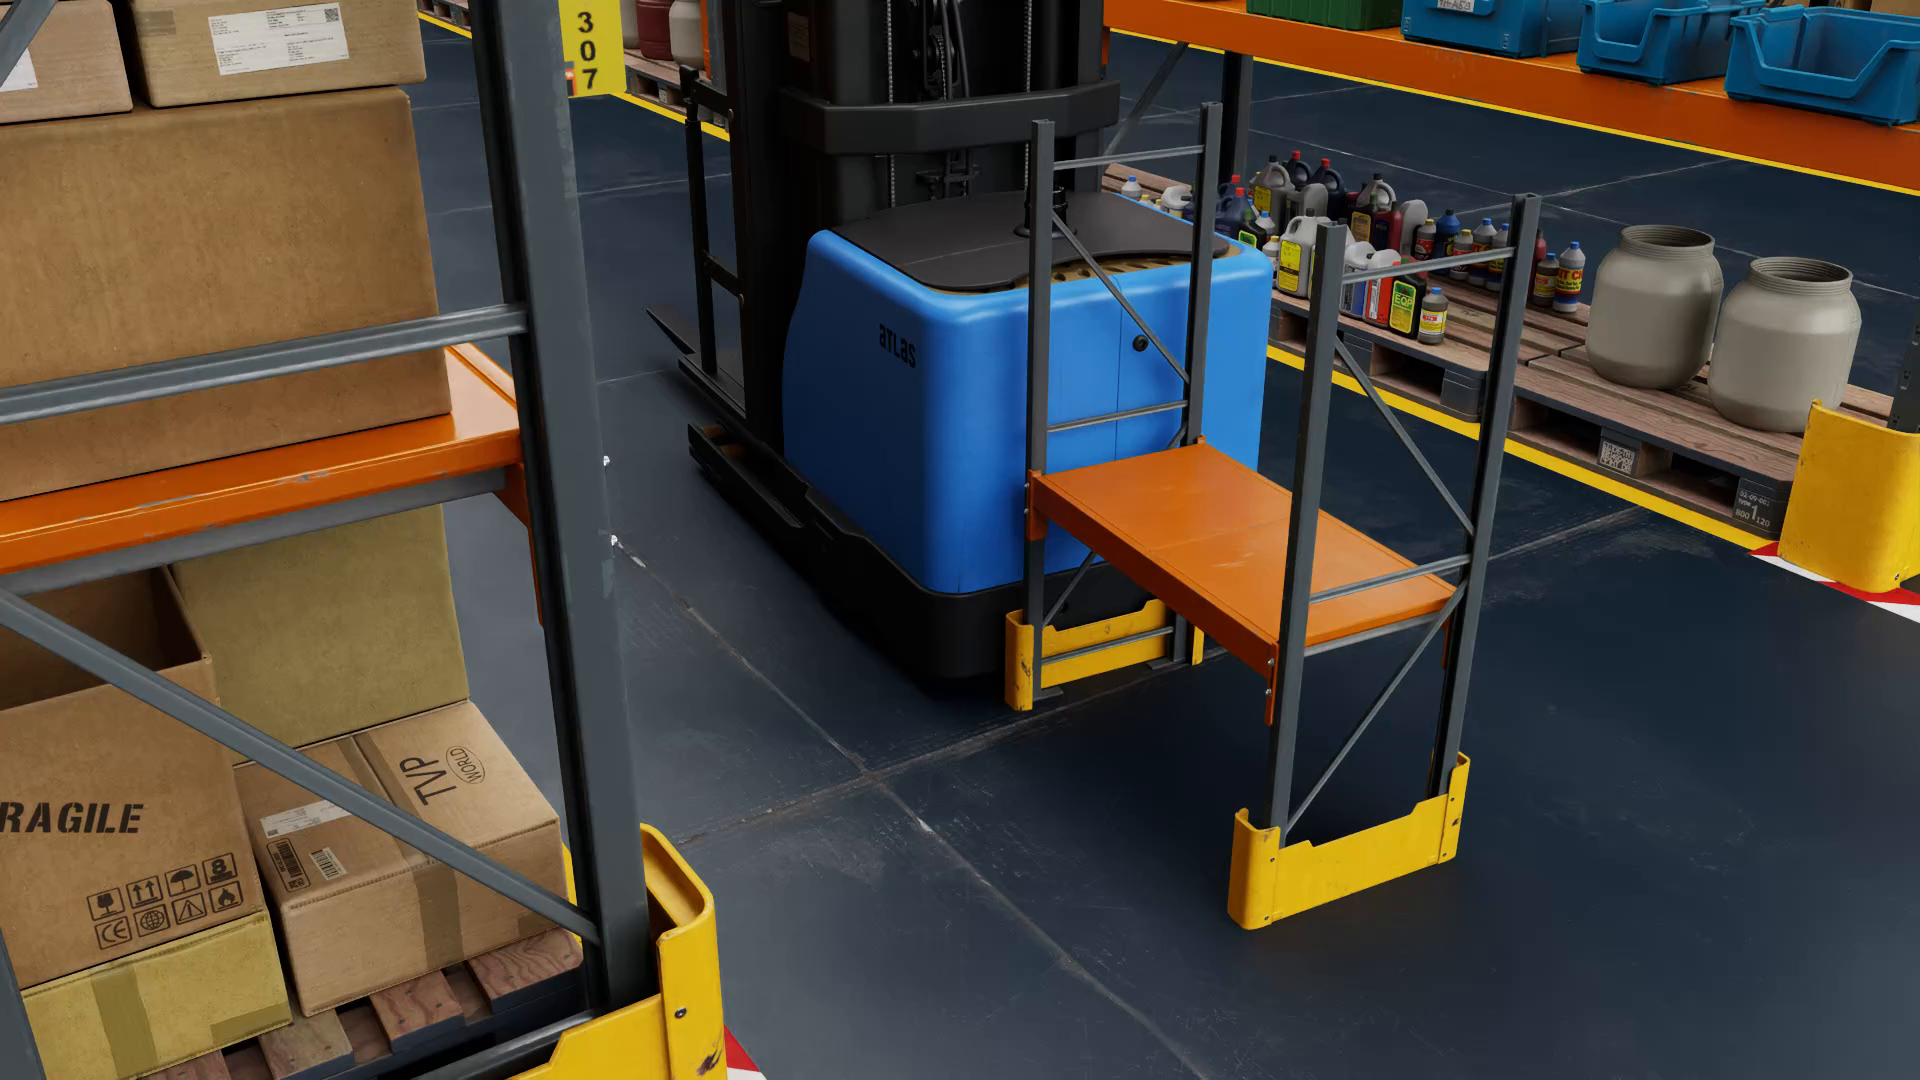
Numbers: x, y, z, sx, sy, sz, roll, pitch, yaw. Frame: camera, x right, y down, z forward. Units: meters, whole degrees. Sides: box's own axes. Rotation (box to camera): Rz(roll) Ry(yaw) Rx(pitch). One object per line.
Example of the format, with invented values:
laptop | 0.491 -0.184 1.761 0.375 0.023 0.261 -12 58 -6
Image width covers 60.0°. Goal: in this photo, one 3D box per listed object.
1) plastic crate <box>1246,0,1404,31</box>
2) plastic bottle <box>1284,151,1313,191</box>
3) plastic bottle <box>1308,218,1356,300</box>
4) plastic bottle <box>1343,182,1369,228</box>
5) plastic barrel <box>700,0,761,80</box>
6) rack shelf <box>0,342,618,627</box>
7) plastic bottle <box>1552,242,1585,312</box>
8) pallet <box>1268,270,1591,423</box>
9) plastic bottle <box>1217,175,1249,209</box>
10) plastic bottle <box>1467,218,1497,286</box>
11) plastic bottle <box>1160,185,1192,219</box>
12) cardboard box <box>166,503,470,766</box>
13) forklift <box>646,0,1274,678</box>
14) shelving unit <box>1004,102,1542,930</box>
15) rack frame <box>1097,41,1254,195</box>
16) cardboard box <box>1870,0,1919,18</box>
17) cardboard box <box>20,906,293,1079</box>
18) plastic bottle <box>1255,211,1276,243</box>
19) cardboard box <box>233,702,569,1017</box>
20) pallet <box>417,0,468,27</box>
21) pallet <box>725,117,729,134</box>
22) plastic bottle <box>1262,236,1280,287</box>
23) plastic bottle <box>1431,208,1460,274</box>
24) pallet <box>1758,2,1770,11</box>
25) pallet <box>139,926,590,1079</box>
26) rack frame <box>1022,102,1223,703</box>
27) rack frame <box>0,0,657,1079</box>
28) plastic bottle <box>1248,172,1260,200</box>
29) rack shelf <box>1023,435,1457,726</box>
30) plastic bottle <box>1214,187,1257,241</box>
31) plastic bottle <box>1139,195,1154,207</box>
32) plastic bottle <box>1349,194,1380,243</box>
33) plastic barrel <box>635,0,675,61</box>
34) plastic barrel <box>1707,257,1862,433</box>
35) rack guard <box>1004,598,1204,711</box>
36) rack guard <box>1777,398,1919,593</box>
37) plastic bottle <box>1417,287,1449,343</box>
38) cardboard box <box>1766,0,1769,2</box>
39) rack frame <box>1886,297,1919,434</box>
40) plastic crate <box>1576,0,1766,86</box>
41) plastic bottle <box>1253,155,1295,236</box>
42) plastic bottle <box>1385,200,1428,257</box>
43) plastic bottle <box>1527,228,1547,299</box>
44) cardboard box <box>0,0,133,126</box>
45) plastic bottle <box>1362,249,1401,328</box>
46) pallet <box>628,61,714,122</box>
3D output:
plastic crate | 1.490 -2.154 6.547 0.450 0.188 0.662 -16 29 -30
plastic bottle | 1.578 -1.639 7.795 0.144 0.351 0.185 -16 30 -31
plastic bottle | 1.515 -1.130 6.718 0.144 0.351 0.185 -14 29 -27
plastic bottle | 1.807 -1.491 7.561 0.061 0.283 0.133 -13 28 -26
plastic barrel | -1.480 -3.611 11.436 0.600 0.830 0.708 -16 29 -30
rack shelf | -2.075 -0.607 3.865 1.077 0.370 4.000 -16 29 -30
plastic bottle | 2.440 -1.056 6.655 0.097 0.271 0.097 0 25 0
pallet | 1.987 -0.853 6.810 1.003 0.211 1.213 -16 29 -30
plastic bottle | 1.199 -1.450 7.395 0.144 0.351 0.185 -16 29 -30
plastic bottle | 2.198 -1.215 6.990 0.097 0.271 0.097 0 25 0
plastic bottle | 0.991 -1.443 7.467 0.152 0.276 0.135 -14 29 -28
cardboard box | -1.364 0.075 3.427 0.500 0.500 0.500 -16 29 -30
forklift | -0.283 -1.562 5.126 1.130 2.935 3.031 -12 28 -24
shelving unit | 0.617 -0.115 3.736 0.587 1.500 1.083 -12 28 -24
rack frame | 0.985 -2.801 7.669 1.000 3.000 0.127 -16 29 -30
cardboard box | 8.408 -4.794 14.035 1.050 0.750 0.750 -16 29 -30
cardboard box | -1.524 0.714 2.954 0.500 0.250 0.500 -16 29 -30
plastic bottle | 1.293 -1.269 7.105 0.097 0.271 0.097 0 25 0
cardboard box | -1.090 0.593 3.210 0.500 0.250 0.500 -16 29 -30
pallet | -4.486 -5.092 15.789 1.003 0.211 1.213 -16 29 -30
pallet | -0.808 -2.684 10.689 1.003 0.211 1.213 -16 29 -30
plastic bottle | 1.316 -1.175 6.987 0.097 0.201 0.097 0 25 0
plastic bottle | 2.088 -1.287 7.144 0.097 0.271 0.097 0 25 0
pallet | 7.530 -4.945 15.478 1.003 0.211 1.213 -16 29 -30
pallet | -1.436 0.780 3.350 1.003 0.211 1.213 -16 29 -30
rack frame | 0.389 -0.304 4.138 0.500 1.500 0.032 -12 28 -24
rack frame | -0.983 -0.217 2.196 1.000 3.000 0.127 -16 29 -30
plastic bottle | 1.444 -1.677 8.052 0.097 0.201 0.097 0 25 0
rack shelf | 0.621 0.051 3.806 0.538 0.185 1.000 -12 28 -24
plastic bottle | 1.181 -1.349 7.181 0.144 0.351 0.185 -17 30 -32
plastic bottle | 0.847 -1.482 7.638 0.097 0.201 0.097 0 25 0
plastic bottle | 1.787 -1.391 7.349 0.061 0.283 0.133 -16 29 -30
plastic barrel | -2.096 -3.906 12.343 0.600 0.588 0.708 -16 29 -30
plastic barrel | 2.746 -0.653 5.541 0.421 0.512 0.421 0 25 0
rack guard | 0.390 0.261 4.404 0.587 0.250 0.087 -12 28 -24
rack guard | 3.088 -0.256 5.206 1.175 0.500 0.348 -16 29 -30
plastic bottle | 1.799 -0.858 6.317 0.097 0.201 0.097 0 25 0
cardboard box | 7.419 -5.439 15.402 1.050 0.750 0.750 -16 30 -30
rack frame | 3.169 -1.370 4.638 1.000 3.000 0.127 -16 29 -30
plastic crate | 2.295 -1.646 5.397 0.499 0.251 0.408 -16 29 -30
plastic bottle | 1.457 -1.605 7.724 0.144 0.351 0.185 -16 29 -30
plastic bottle | 1.945 -1.362 7.296 0.152 0.276 0.135 -15 29 -29
plastic bottle | 2.332 -1.147 6.833 0.061 0.283 0.133 -15 29 -29
cardboard box | -1.352 -0.648 2.232 0.380 0.149 0.250 -16 30 -30
plastic bottle | 1.684 -0.989 6.506 0.152 0.276 0.135 -15 29 -29
pallet | -1.664 -3.243 11.872 1.003 0.211 1.213 -16 29 -30
